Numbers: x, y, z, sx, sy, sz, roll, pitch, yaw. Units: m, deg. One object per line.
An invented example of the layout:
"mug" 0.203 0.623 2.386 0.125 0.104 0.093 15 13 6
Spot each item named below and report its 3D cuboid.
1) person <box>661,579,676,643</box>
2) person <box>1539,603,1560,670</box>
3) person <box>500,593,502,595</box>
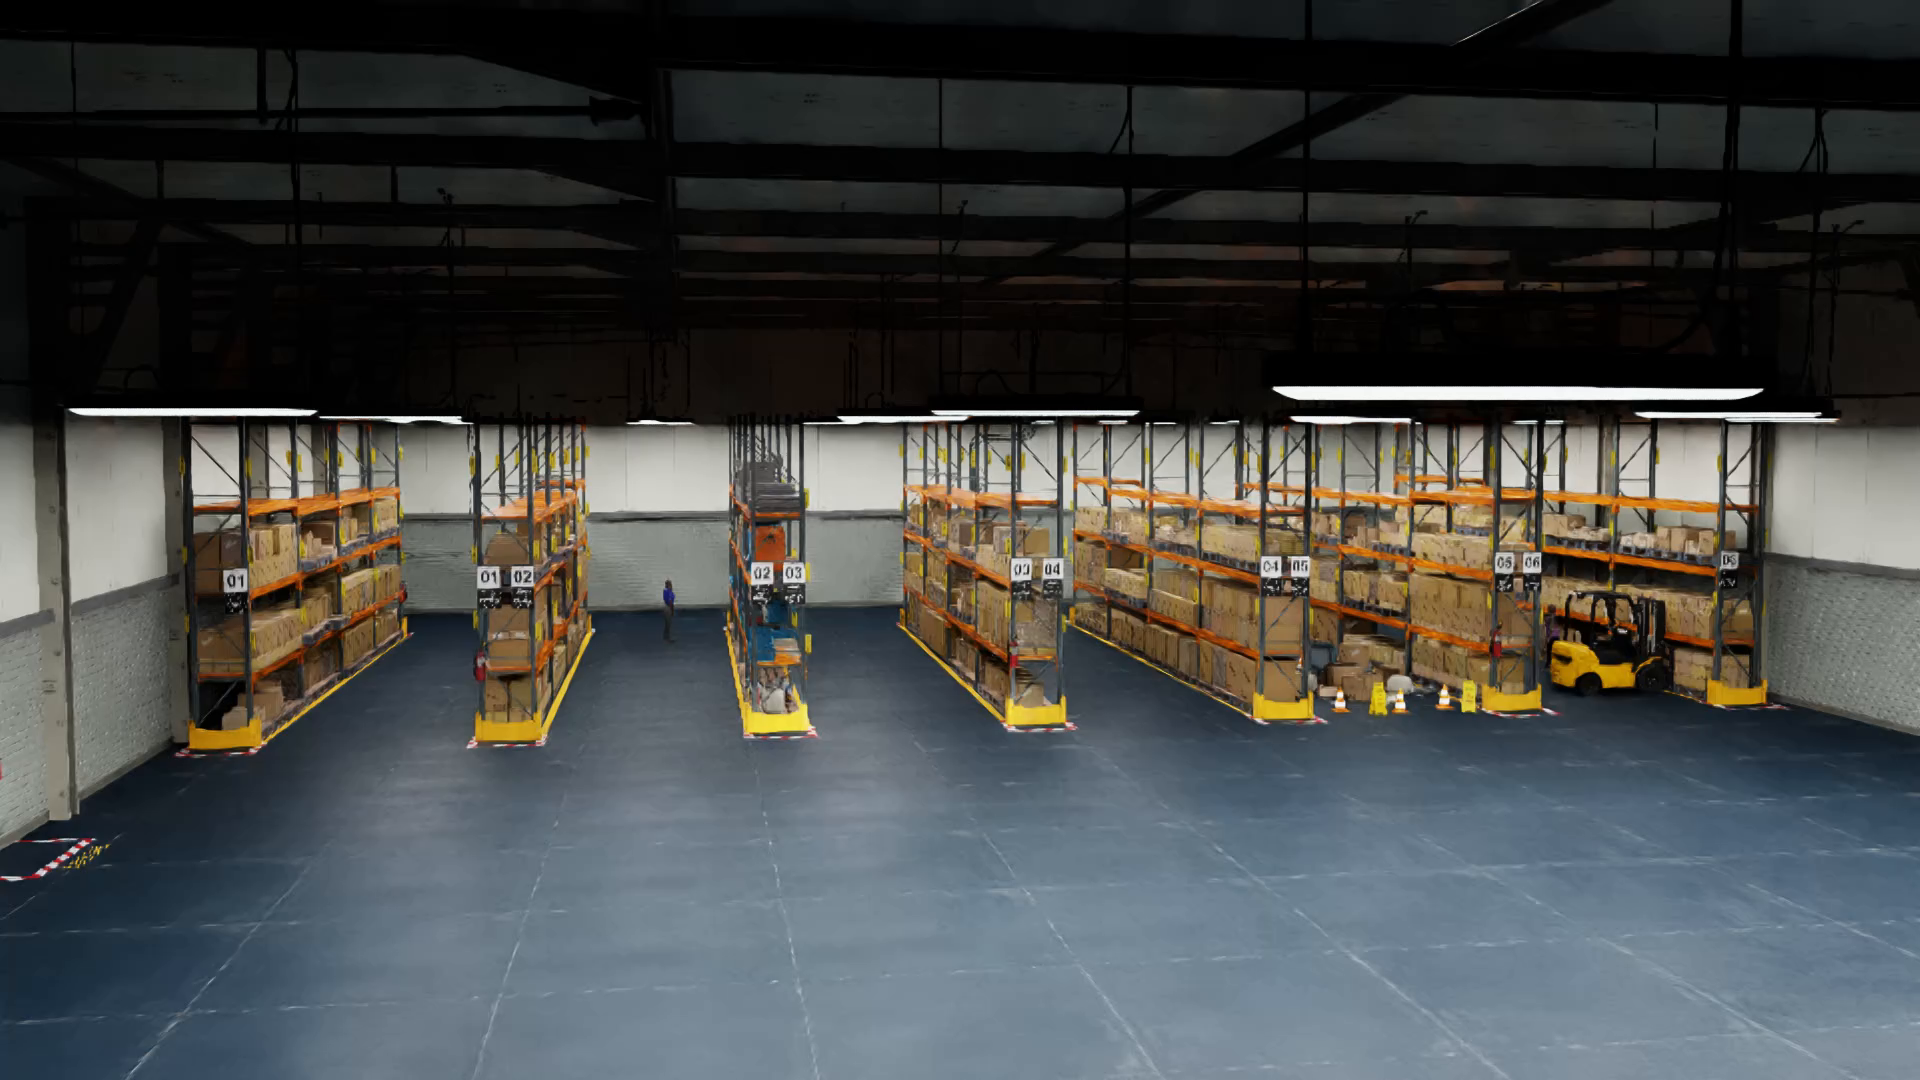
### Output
"person" -7.722 1.874 44.230 0.441 1.666 0.553 -2 5 -31
"person" 13.819 2.271 38.877 0.532 1.588 0.536 1 4 17
"person" -12.587 1.670 46.164 0.398 1.791 0.692 -1 4 -16
